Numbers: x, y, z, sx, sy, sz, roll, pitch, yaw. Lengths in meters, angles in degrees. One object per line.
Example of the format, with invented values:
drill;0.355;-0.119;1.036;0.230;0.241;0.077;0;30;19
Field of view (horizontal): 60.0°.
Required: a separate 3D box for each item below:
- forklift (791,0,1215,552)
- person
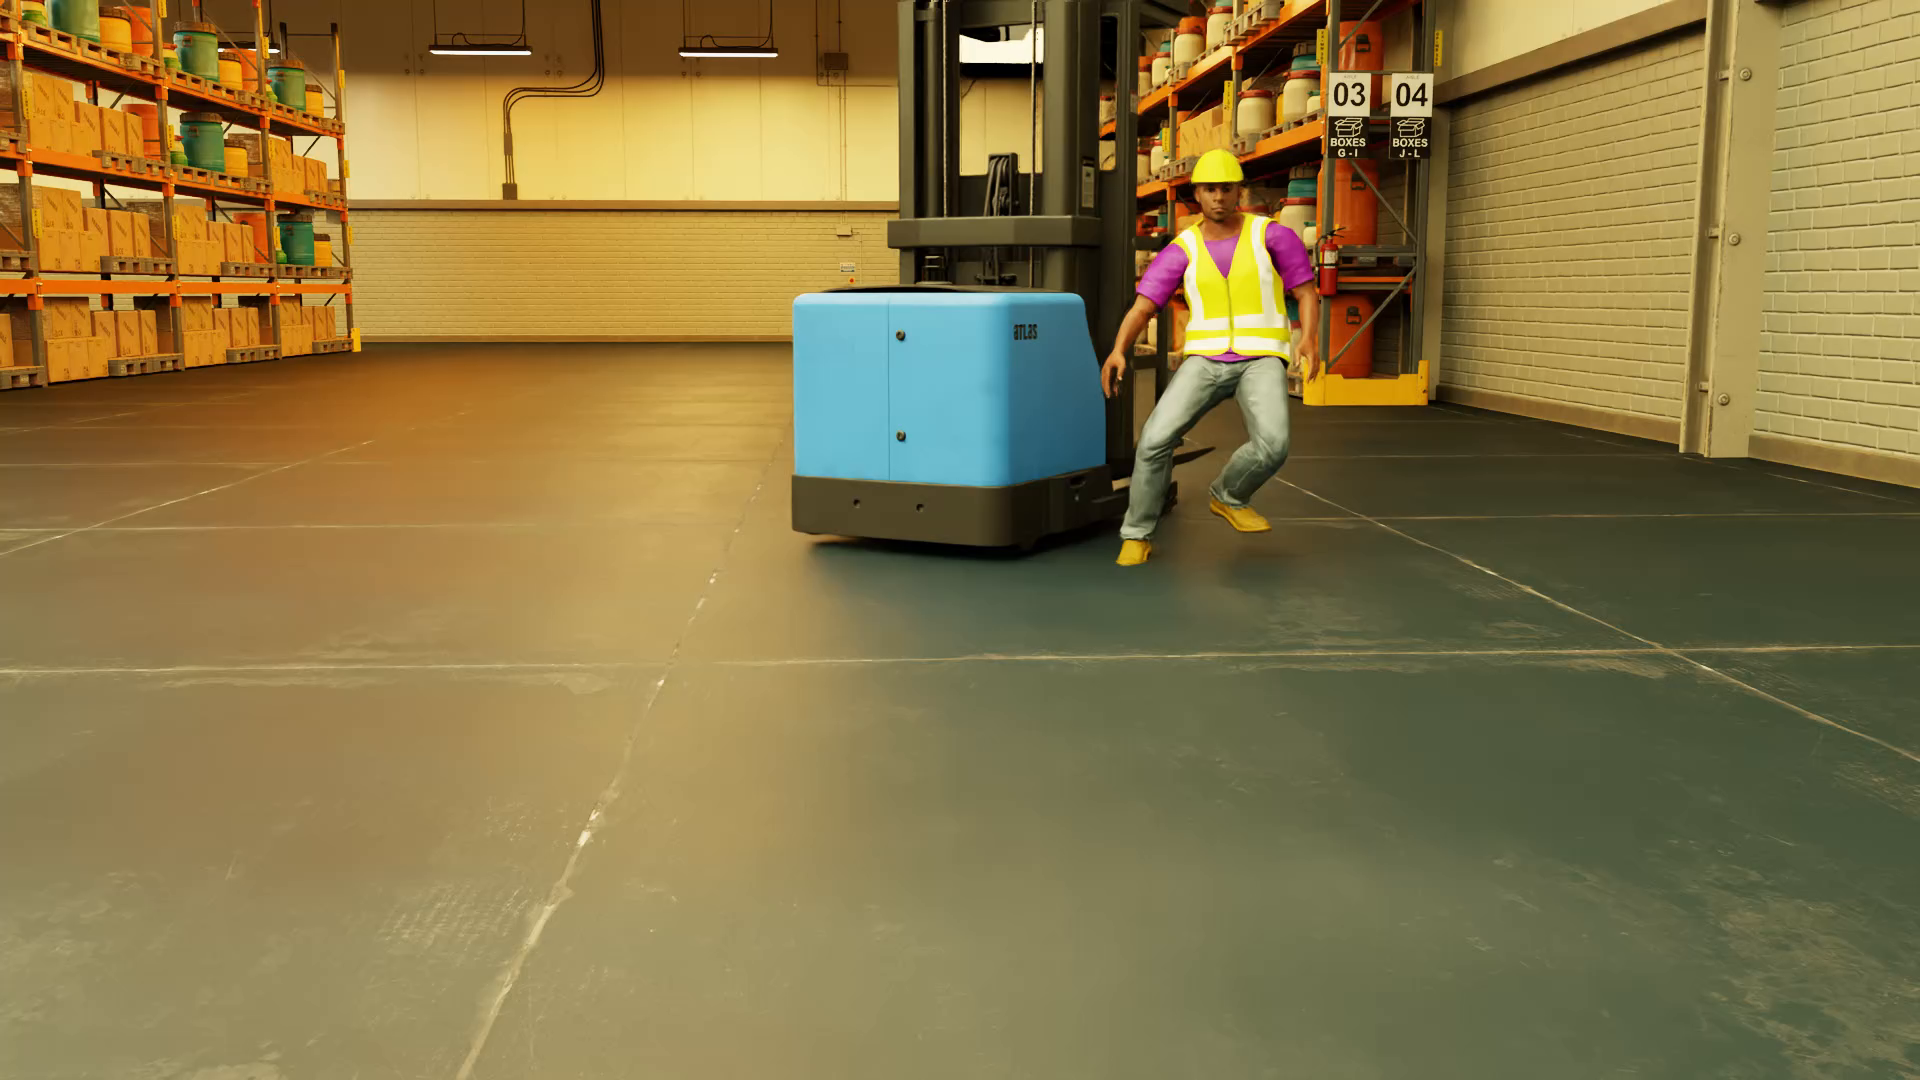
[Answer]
forklift;0.419;-1.578;7.960;1.130;2.935;3.031;4;10;28
person;1.019;-0.712;6.642;0.834;1.678;0.581;3;9;17
